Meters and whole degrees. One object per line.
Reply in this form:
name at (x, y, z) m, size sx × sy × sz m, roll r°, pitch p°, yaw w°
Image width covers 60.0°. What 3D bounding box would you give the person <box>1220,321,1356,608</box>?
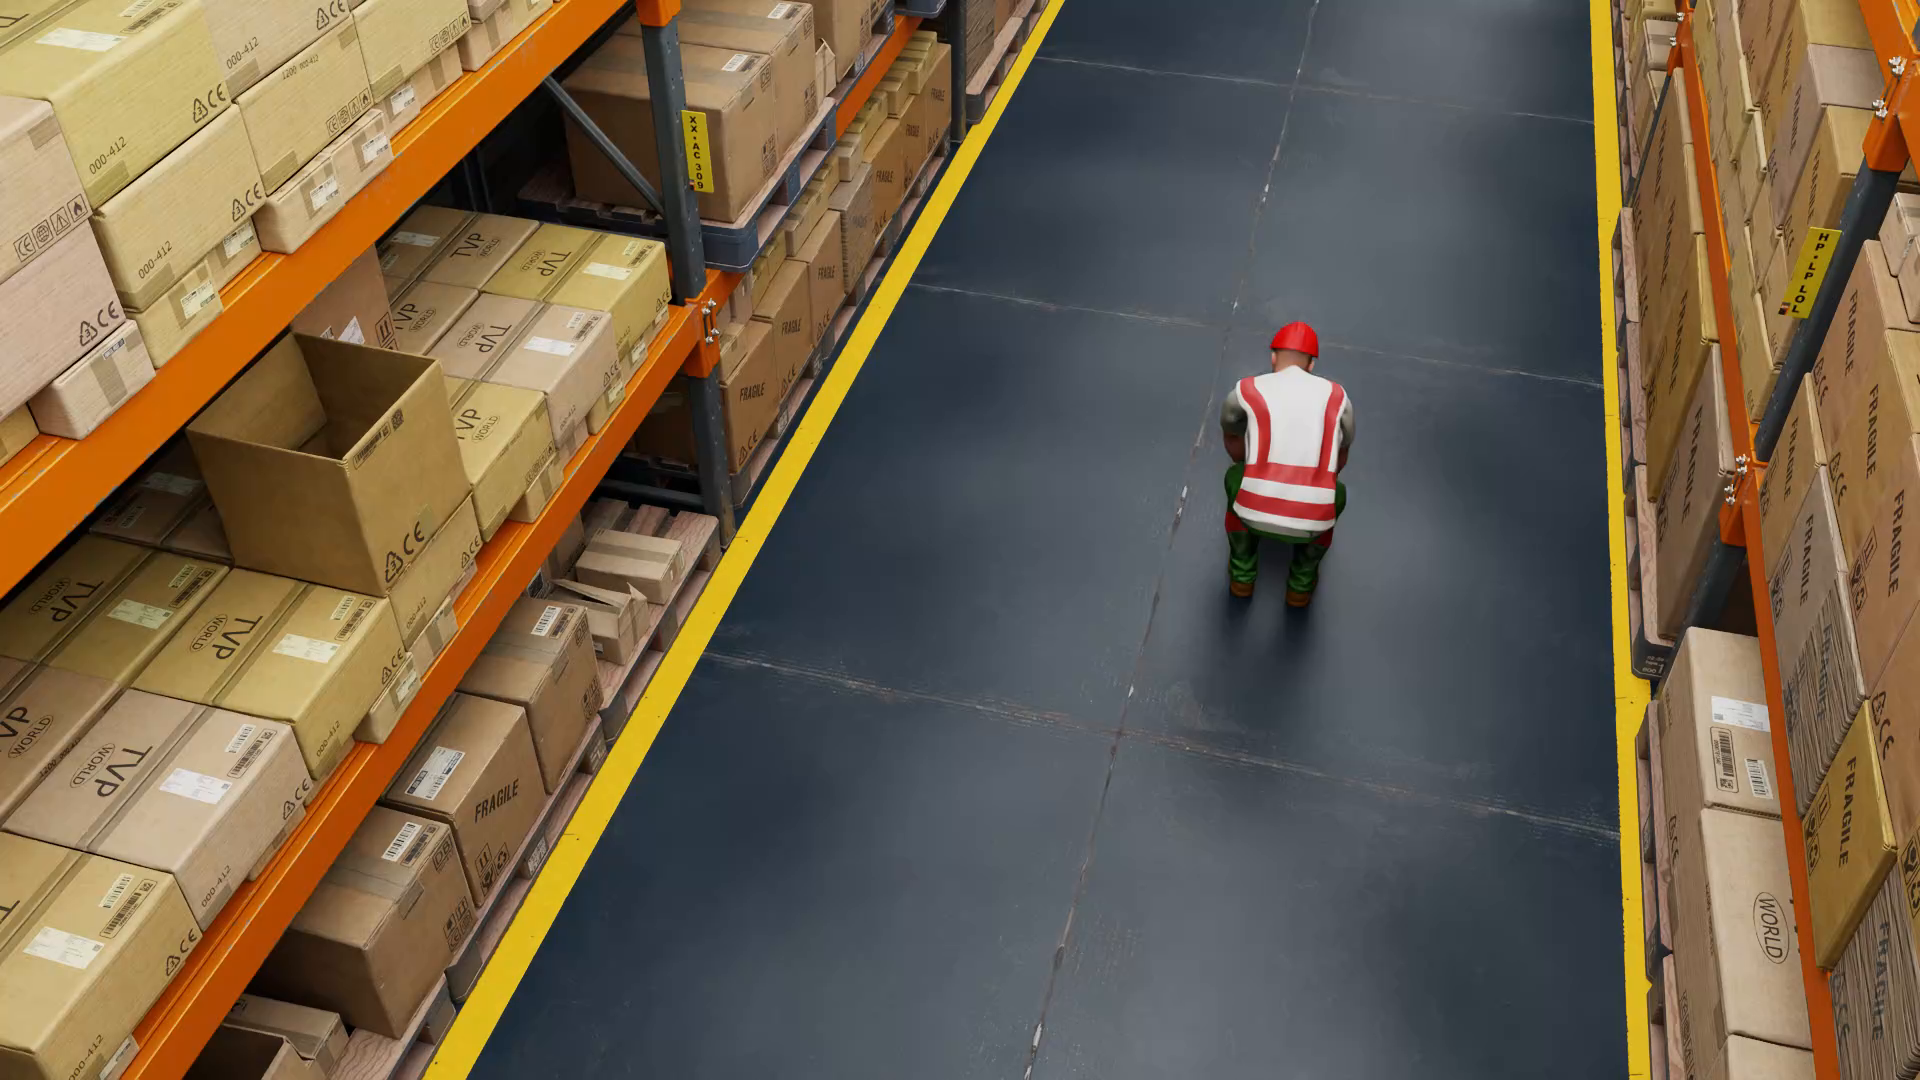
person at (1.357, -0.289, 7.028) m, size 0.577 × 1.073 × 0.862 m, roll 10°, pitch 42°, yaw 11°
